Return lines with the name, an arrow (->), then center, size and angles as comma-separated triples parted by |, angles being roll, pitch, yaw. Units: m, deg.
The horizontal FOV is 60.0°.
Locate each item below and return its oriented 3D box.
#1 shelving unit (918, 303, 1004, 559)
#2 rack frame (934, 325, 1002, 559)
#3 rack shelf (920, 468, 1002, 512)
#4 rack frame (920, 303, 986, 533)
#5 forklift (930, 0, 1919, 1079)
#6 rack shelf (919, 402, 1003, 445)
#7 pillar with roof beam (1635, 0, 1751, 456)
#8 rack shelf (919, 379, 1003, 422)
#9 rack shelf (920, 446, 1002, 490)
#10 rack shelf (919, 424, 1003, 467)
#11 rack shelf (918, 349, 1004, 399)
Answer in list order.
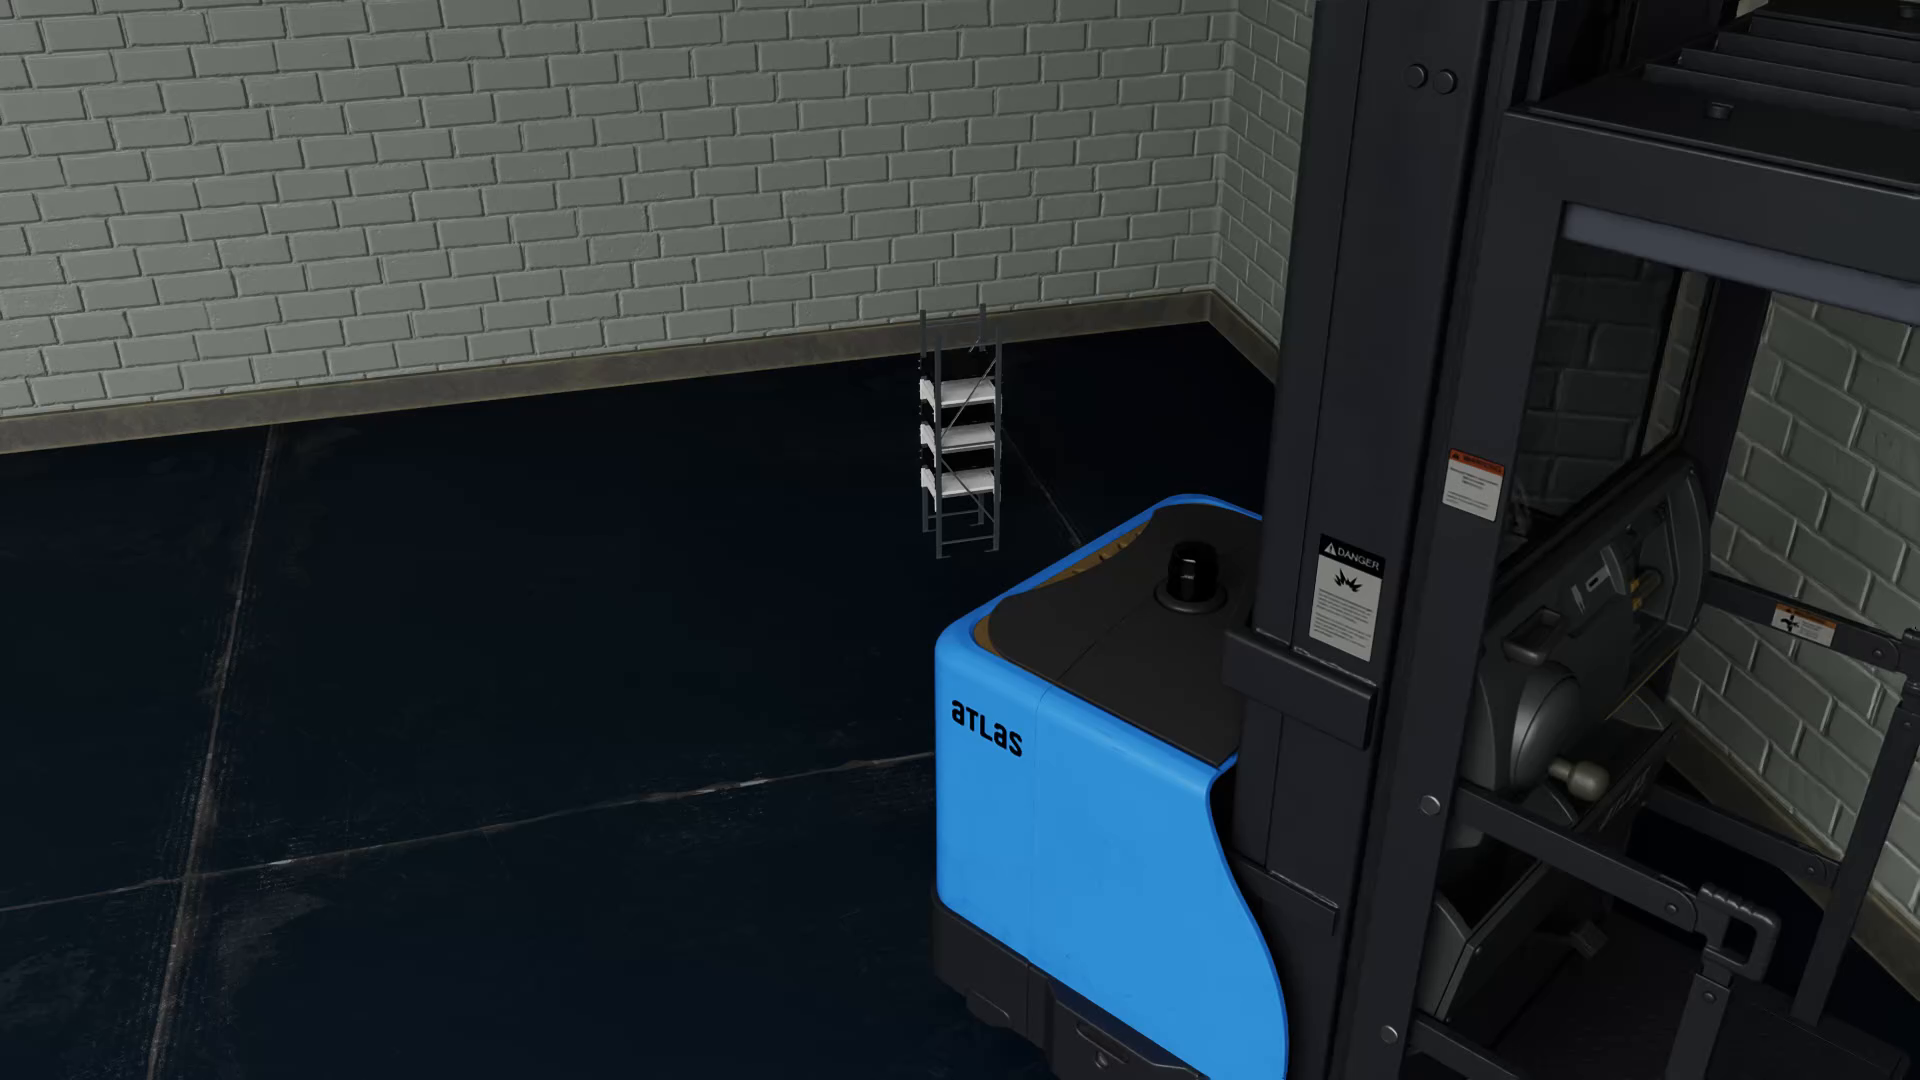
shelving unit -> 0.002, -0.386, 6.018 | 0.258, 0.900, 0.210 | -8, 31, -13
rack frame -> 0.029, -0.336, 5.933 | 0.240, 0.900, 0.006 | -8, 31, -13
rack shelf -> 0.002, -0.201, 6.125 | 0.258, 0.077, 0.200 | -8, 31, -13
rack frame -> -0.025, -0.435, 6.103 | 0.240, 0.900, 0.006 | -8, 31, -13
forklift -> 1.348, 0.196, 2.986 | 3.031, 2.935, 1.130 | 25, 38, 36
rack shelf -> 0.002, -0.435, 5.989 | 0.258, 0.077, 0.200 | -8, 31, -13
pillar with roof beam -> -2.268, -2.937, 2.341 | 9.100, 9.000, 0.400 | -8, 31, -13
rack shelf -> 0.002, -0.512, 5.944 | 0.258, 0.077, 0.200 | -8, 31, -13
rack shelf -> 0.002, -0.279, 6.080 | 0.258, 0.077, 0.200 | -8, 31, -13
rack shelf -> 0.002, -0.357, 6.034 | 0.258, 0.077, 0.200 | -8, 31, -13
rack shelf -> 0.002, -0.590, 5.899 | 0.258, 0.077, 0.200 | -8, 31, -13
